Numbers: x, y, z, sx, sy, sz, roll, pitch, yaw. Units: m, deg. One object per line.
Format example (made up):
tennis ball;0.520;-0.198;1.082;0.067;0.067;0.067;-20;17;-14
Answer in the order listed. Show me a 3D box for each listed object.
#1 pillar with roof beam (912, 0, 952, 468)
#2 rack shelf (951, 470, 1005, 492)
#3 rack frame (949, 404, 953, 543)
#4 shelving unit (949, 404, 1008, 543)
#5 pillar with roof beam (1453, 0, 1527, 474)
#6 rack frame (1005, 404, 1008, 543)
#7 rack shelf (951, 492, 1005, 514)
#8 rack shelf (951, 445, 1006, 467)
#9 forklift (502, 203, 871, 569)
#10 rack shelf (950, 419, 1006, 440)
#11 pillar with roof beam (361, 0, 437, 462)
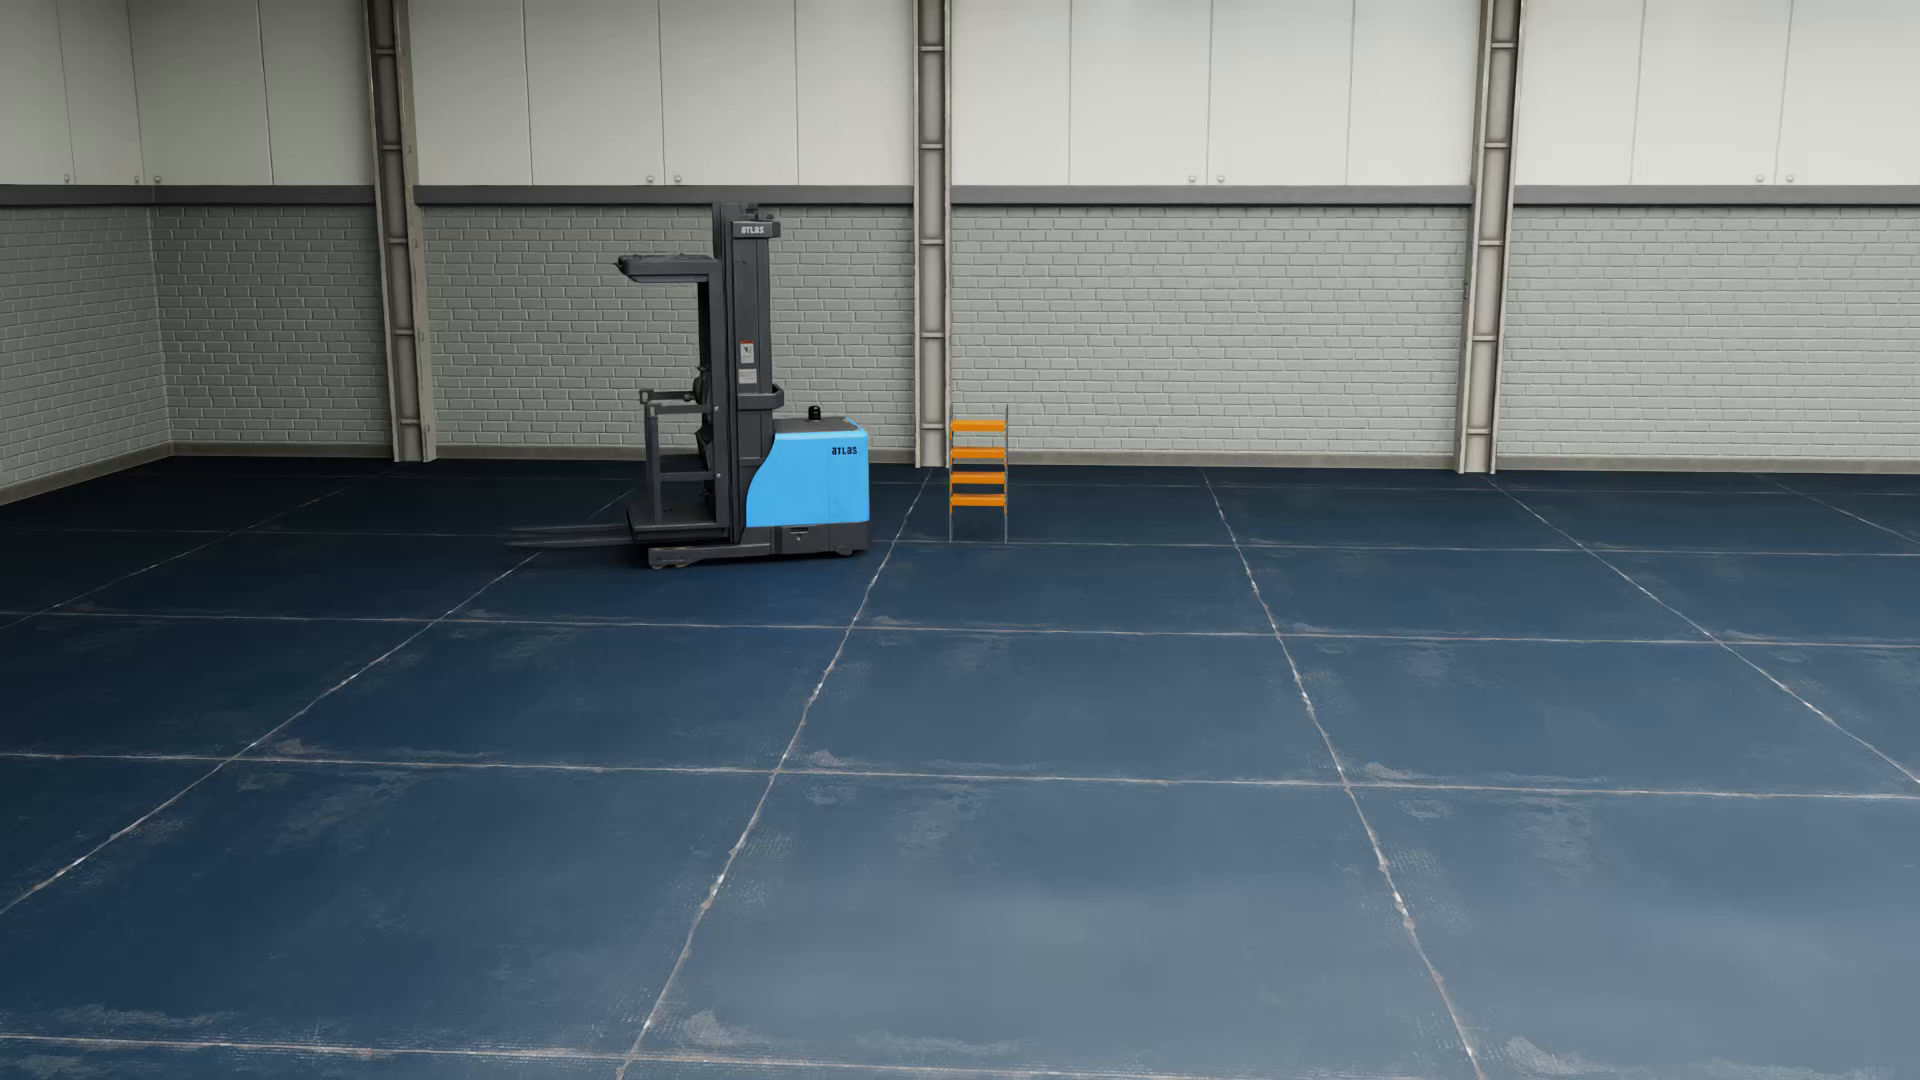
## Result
pillar with roof beam;-0.585;-4.370;13.681;0.400;9.000;9.100;1;12;4
rack shelf;0.165;-0.519;14.648;0.480;0.148;0.258;1;12;4
rack frame;-0.078;-0.588;14.650;0.015;1.200;0.240;1;12;4
shelving unit;0.165;-0.585;14.634;0.503;1.200;0.258;1;12;4
pillar with roof beam;5.402;-4.288;13.288;0.400;9.000;9.100;1;12;4
rack frame;0.409;-0.582;14.618;0.015;1.200;0.240;1;12;4
rack shelf;0.165;-0.325;14.689;0.480;0.148;0.258;1;12;4
rack shelf;0.165;-0.738;14.602;0.480;0.148;0.258;1;12;4
forklift;-2.328;-1.318;13.909;3.031;2.935;1.130;-3;12;-13
rack shelf;0.165;-0.970;14.554;0.480;0.148;0.258;1;12;4
pillar with roof beam;-6.572;-4.452;14.073;0.400;9.000;9.100;1;12;4
